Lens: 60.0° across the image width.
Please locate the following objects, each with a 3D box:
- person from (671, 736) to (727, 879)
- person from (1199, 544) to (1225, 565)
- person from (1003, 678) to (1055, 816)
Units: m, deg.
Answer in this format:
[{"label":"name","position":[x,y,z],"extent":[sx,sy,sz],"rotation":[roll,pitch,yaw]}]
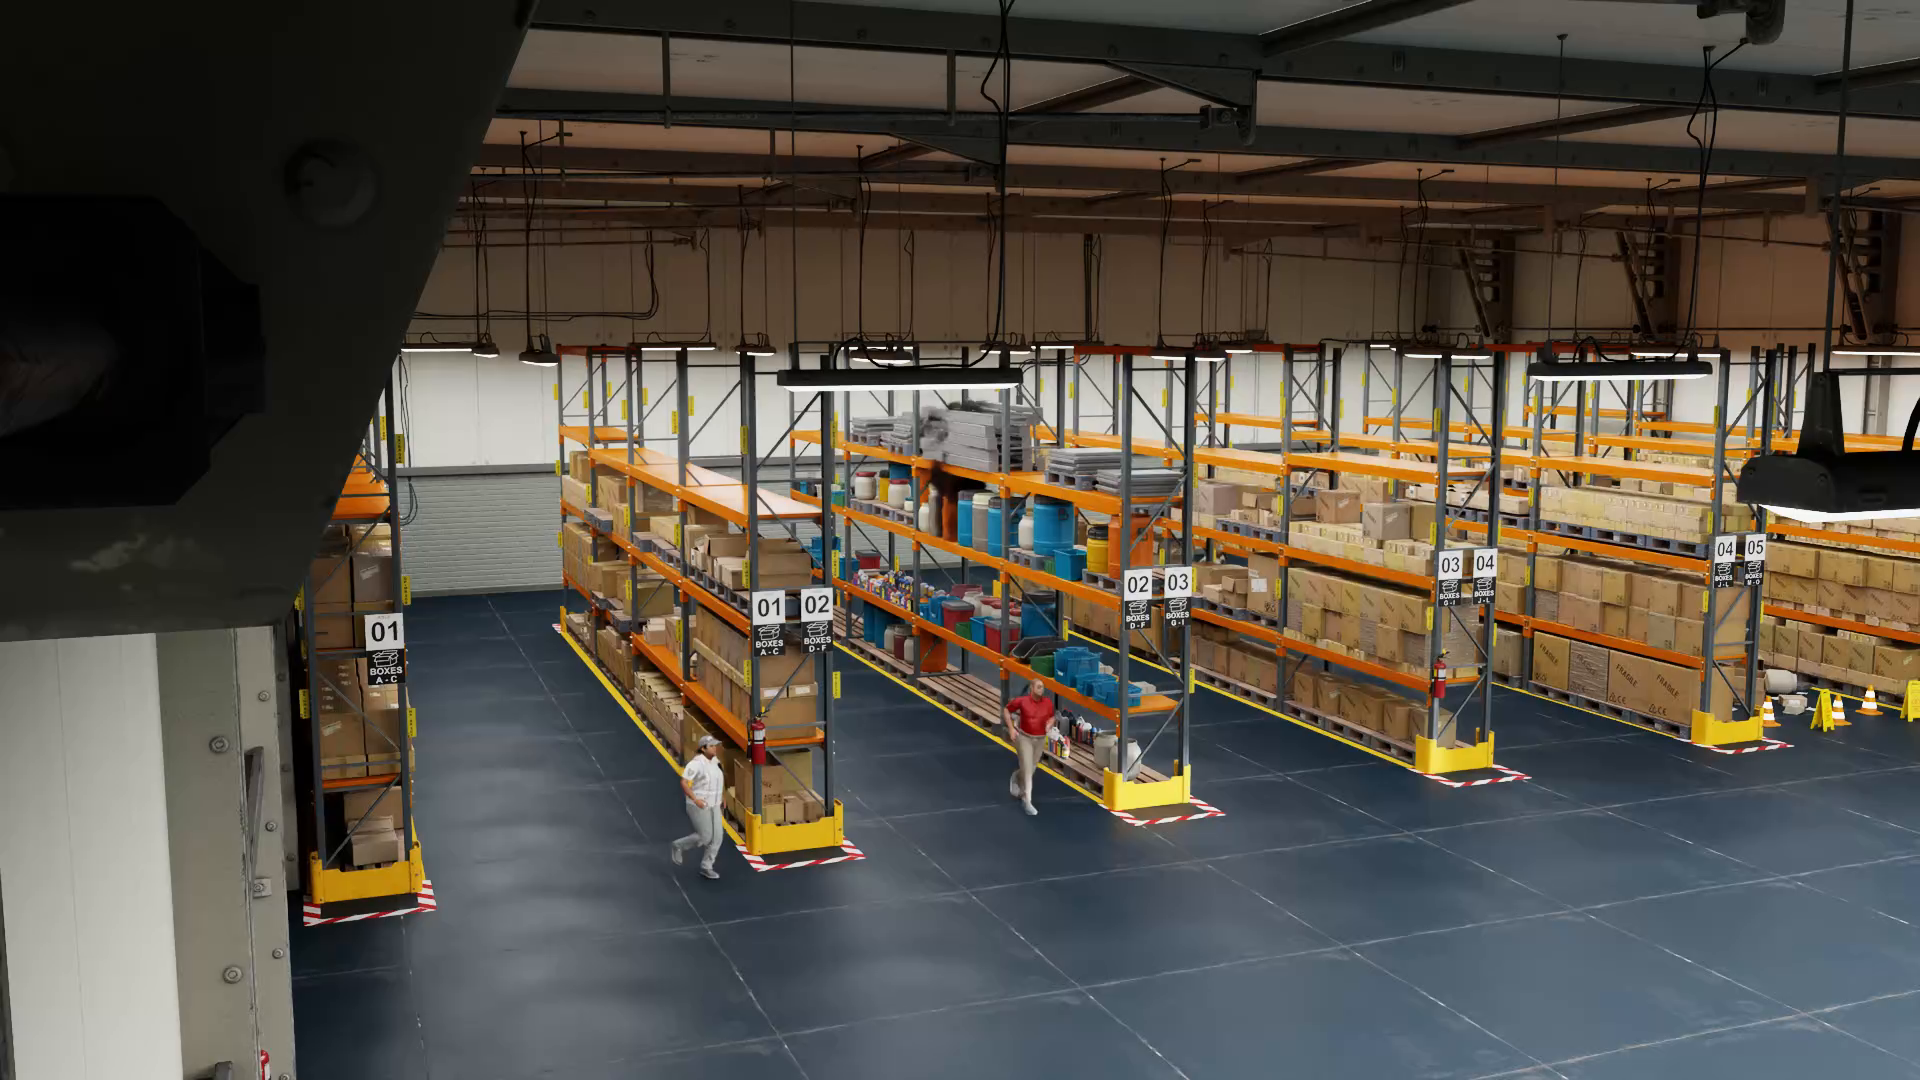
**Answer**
[{"label":"person","position":[-2.971,3.082,19.428],"extent":[0.666,1.602,0.653],"rotation":[4,8,30]},{"label":"person","position":[5.618,0.877,36.795],"extent":[0.562,1.614,0.674],"rotation":[-4,8,-30]},{"label":"person","position":[0.951,2.686,22.104],"extent":[0.691,1.719,0.963],"rotation":[-3,8,-25]}]
